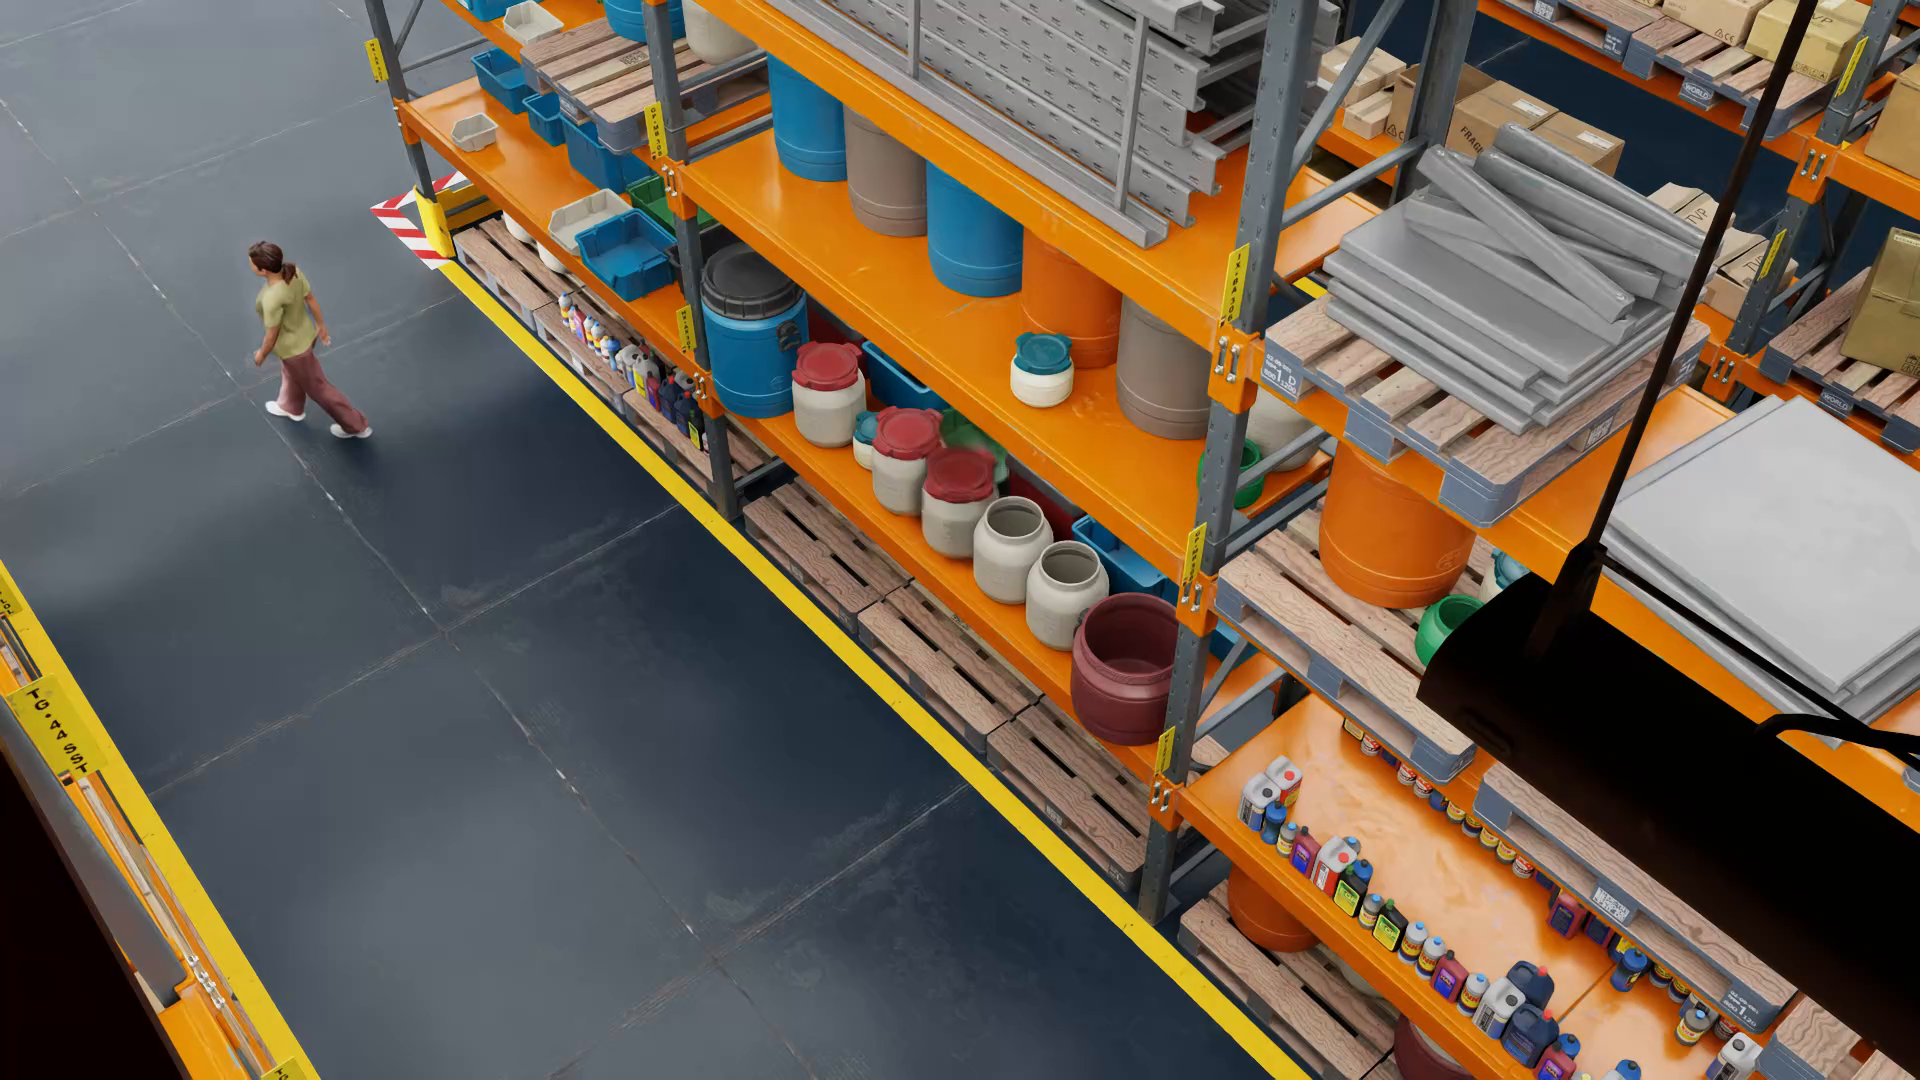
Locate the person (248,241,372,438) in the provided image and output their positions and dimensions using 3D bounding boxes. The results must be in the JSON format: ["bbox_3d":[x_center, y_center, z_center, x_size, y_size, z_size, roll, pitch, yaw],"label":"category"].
[{"bbox_3d":[-4.516,-1.316,11.073,0.820,1.647,0.514,1,47,1],"label":"person"}]
